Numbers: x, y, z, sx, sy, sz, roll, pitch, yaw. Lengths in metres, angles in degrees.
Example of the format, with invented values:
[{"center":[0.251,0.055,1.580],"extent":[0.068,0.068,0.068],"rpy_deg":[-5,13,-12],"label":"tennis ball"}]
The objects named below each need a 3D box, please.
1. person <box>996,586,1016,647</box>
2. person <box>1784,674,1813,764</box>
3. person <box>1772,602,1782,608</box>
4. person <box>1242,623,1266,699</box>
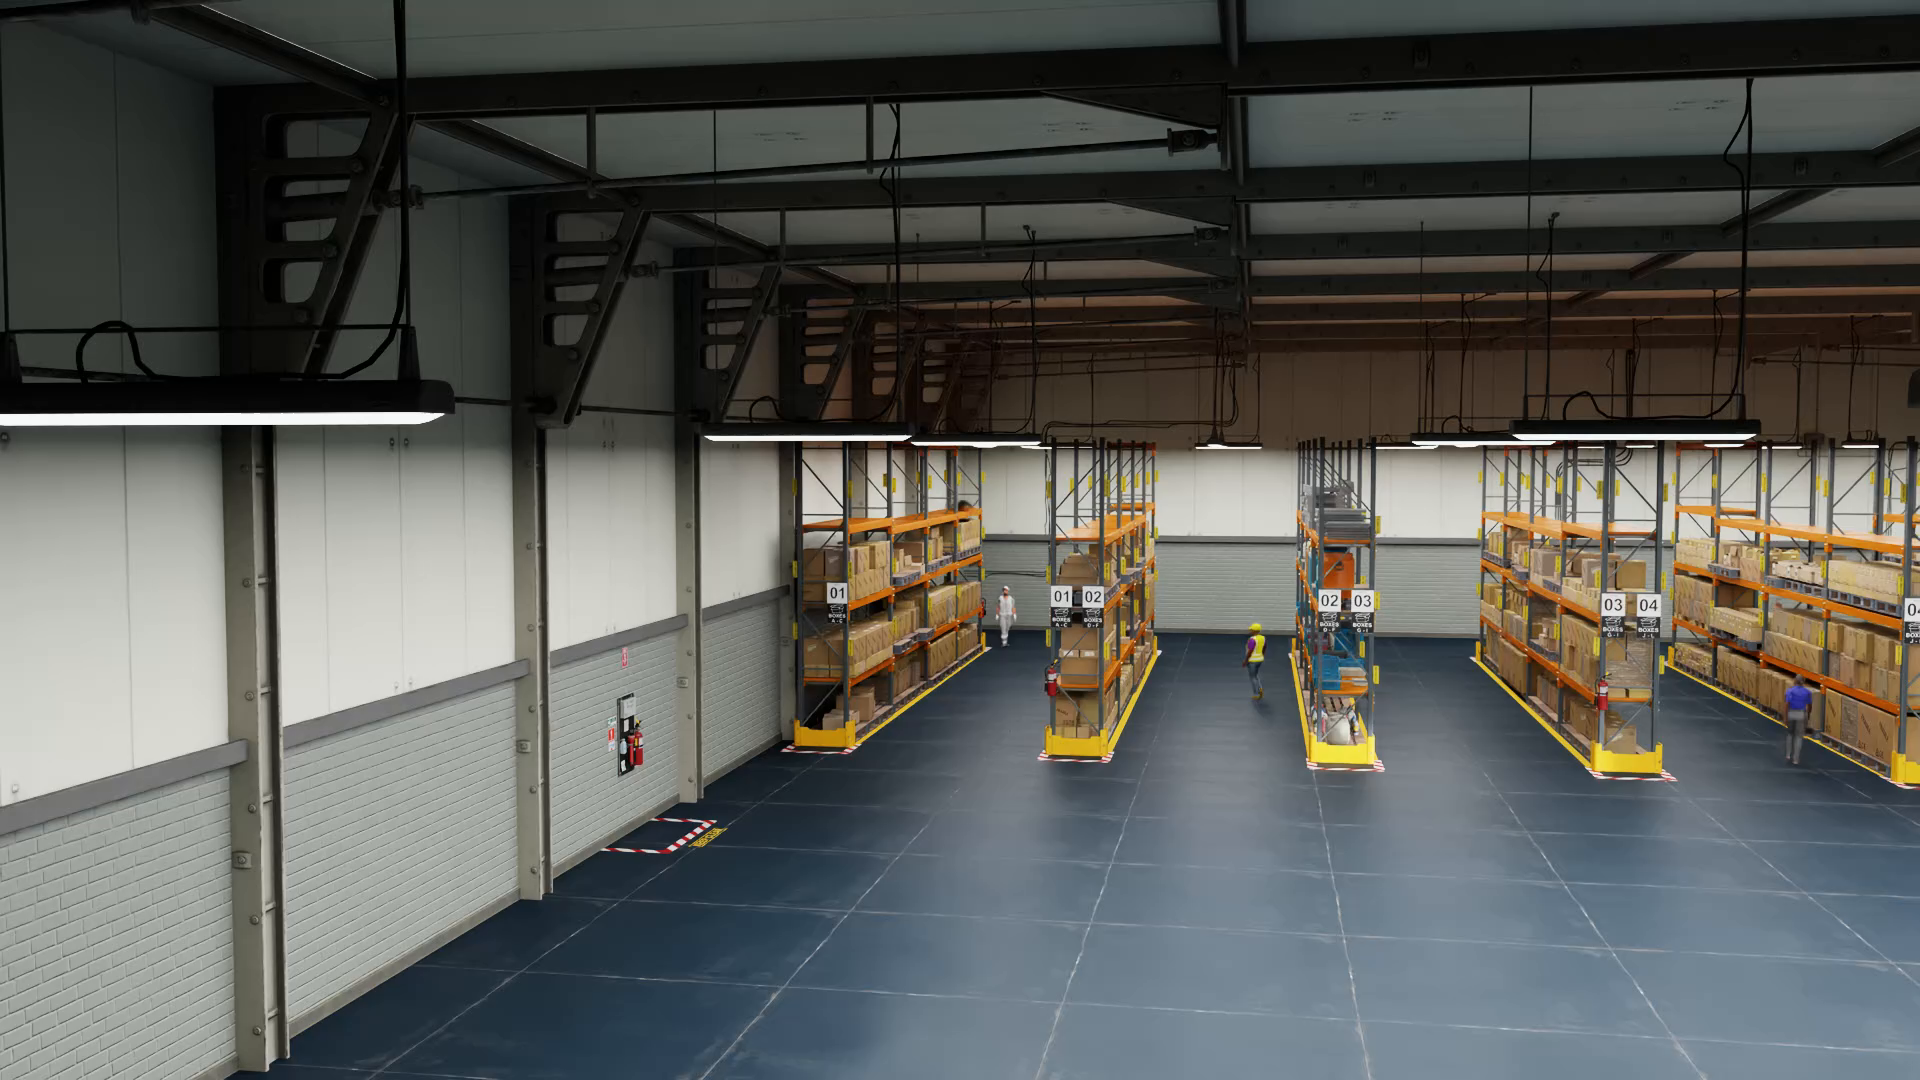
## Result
[{"center":[1.372,2.261,48.862],"extent":[0.577,1.773,0.637],"rpy_deg":[-1,3,-23],"label":"person"},{"center":[15.372,3.300,30.560],"extent":[0.506,1.695,0.660],"rpy_deg":[3,4,42],"label":"person"},{"center":[21.748,2.527,44.350],"extent":[0.606,1.713,0.839],"rpy_deg":[-3,4,-41],"label":"person"},{"center":[6.822,2.807,38.529],"extent":[0.641,1.768,0.460],"rpy_deg":[-2,4,-33],"label":"person"}]
